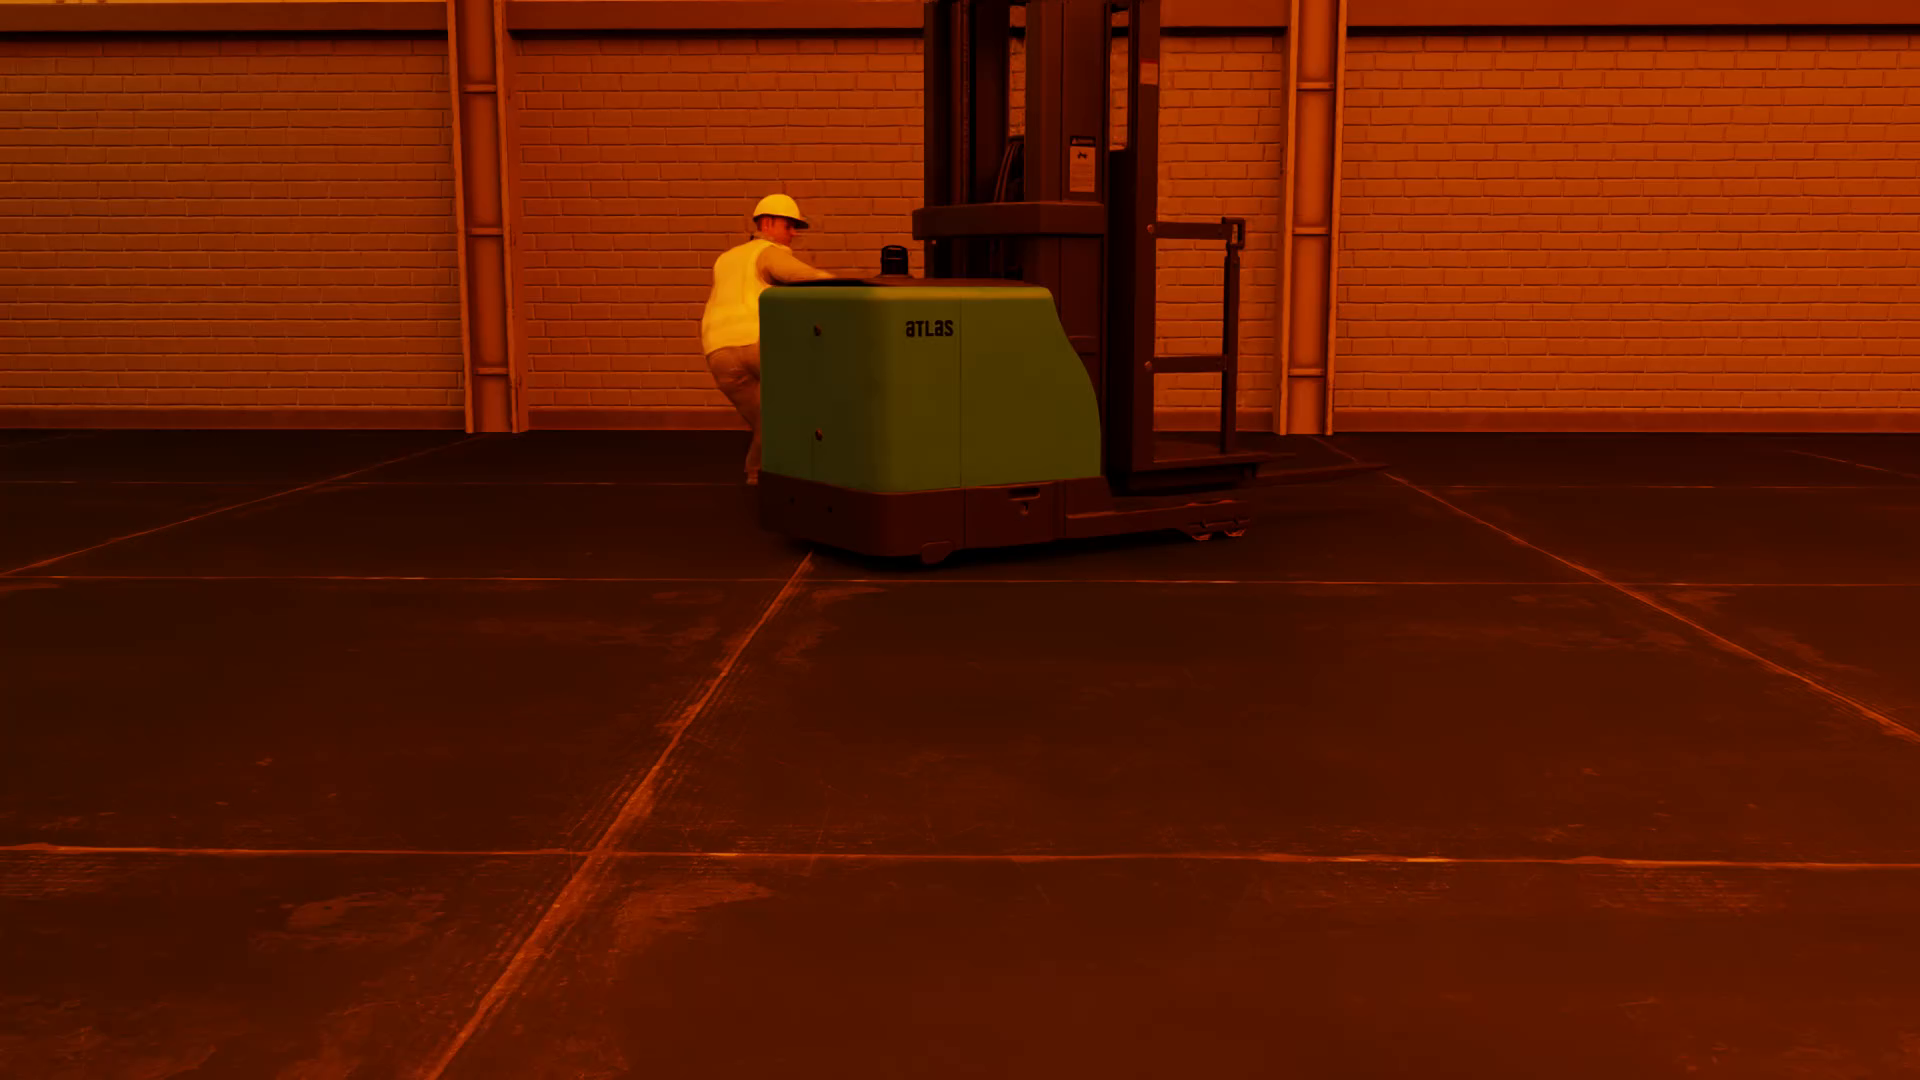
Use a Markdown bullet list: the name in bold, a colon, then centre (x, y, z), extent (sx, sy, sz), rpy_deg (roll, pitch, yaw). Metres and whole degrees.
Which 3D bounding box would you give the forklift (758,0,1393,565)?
- **forklift**: centre (0.656, -1.502, 7.257), extent (3.031, 2.935, 1.130), rpy_deg (-6, 10, -34)

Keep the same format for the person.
- **person**: centre (-0.819, -0.973, 8.481), extent (0.909, 1.561, 1.069), rpy_deg (2, 9, 15)
